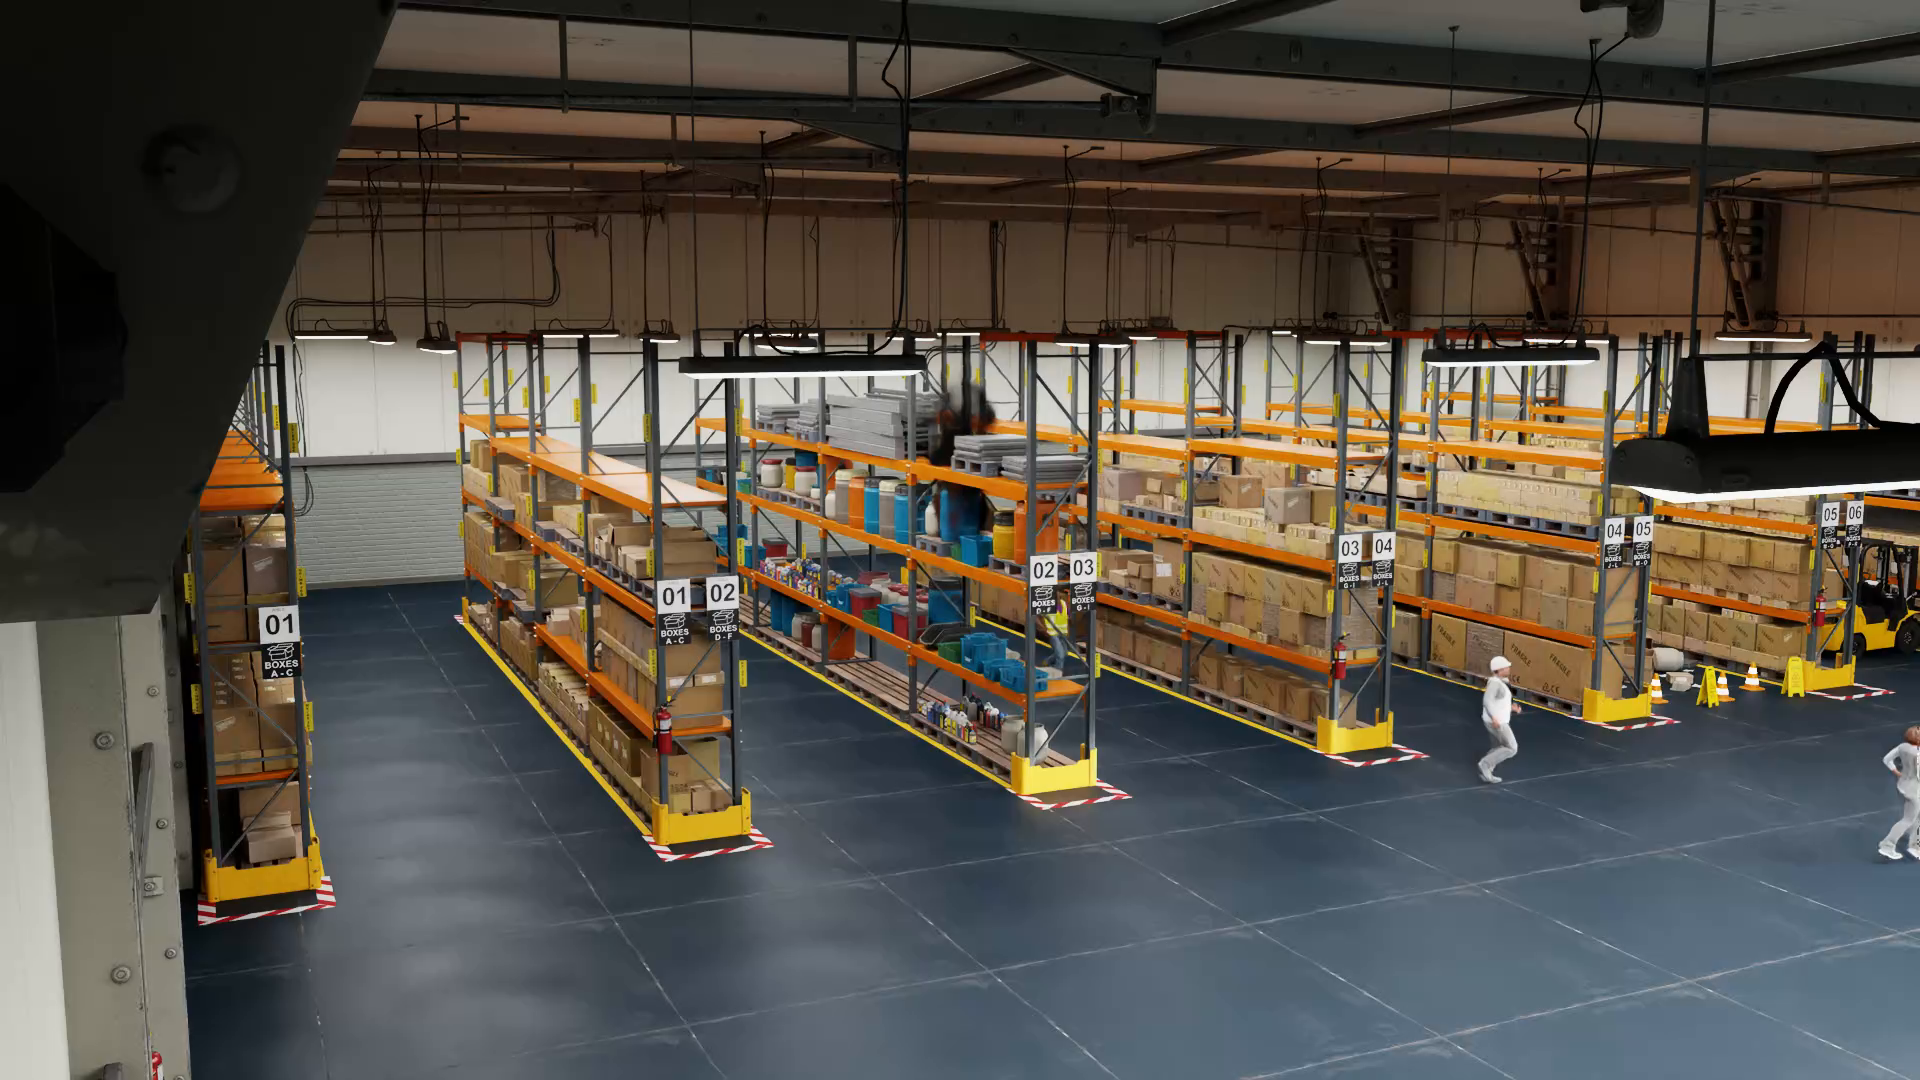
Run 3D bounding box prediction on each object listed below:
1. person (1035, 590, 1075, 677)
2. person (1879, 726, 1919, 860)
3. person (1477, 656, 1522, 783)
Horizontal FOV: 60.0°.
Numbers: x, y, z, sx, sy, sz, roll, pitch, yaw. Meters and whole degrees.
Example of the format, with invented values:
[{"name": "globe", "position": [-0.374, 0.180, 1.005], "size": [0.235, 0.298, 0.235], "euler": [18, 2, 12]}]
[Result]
[{"name": "person", "position": [1.639, 1.625, 28.590], "size": [0.714, 1.739, 0.846], "euler": [-5, 9, -35]}, {"name": "person", "position": [11.016, 2.958, 19.246], "size": [0.677, 1.621, 0.516], "euler": [0, 8, 4]}, {"name": "person", "position": [7.336, 2.439, 22.563], "size": [0.567, 1.741, 0.670], "euler": [2, 8, 14]}]
